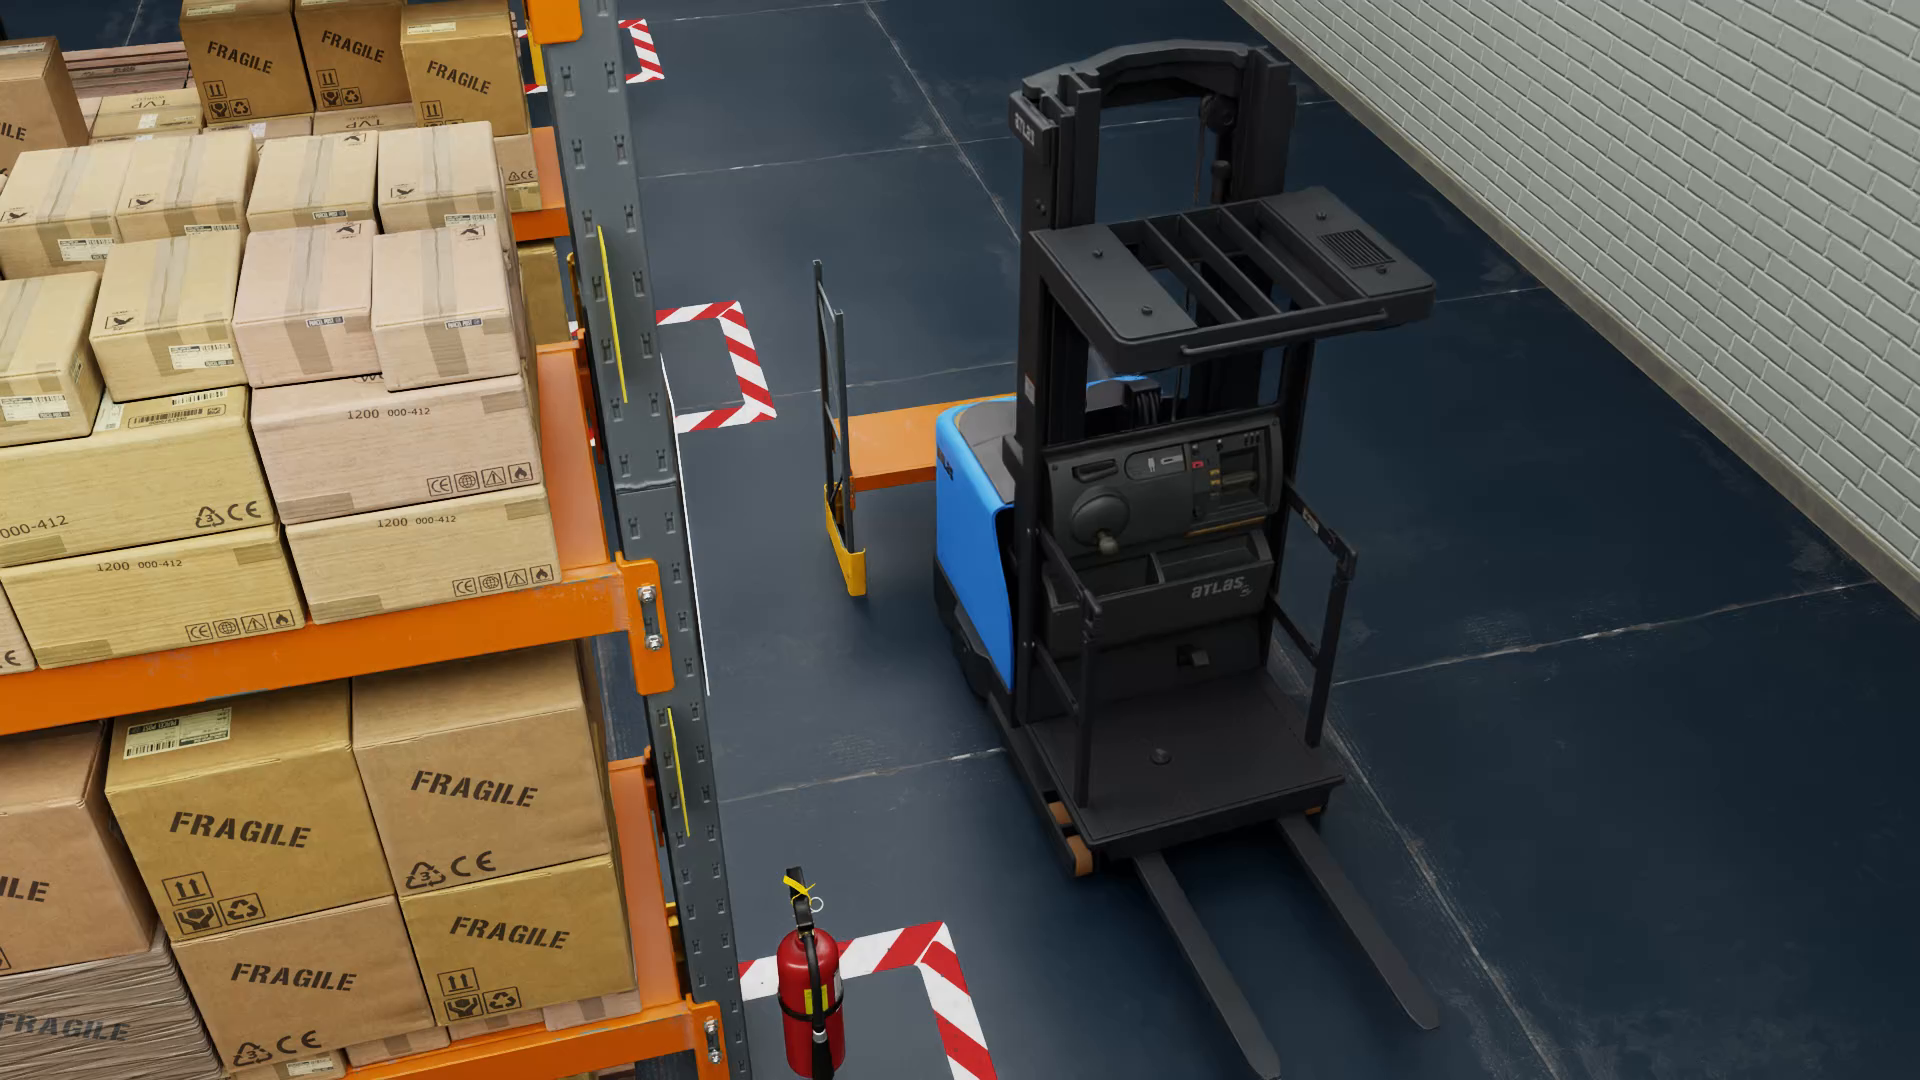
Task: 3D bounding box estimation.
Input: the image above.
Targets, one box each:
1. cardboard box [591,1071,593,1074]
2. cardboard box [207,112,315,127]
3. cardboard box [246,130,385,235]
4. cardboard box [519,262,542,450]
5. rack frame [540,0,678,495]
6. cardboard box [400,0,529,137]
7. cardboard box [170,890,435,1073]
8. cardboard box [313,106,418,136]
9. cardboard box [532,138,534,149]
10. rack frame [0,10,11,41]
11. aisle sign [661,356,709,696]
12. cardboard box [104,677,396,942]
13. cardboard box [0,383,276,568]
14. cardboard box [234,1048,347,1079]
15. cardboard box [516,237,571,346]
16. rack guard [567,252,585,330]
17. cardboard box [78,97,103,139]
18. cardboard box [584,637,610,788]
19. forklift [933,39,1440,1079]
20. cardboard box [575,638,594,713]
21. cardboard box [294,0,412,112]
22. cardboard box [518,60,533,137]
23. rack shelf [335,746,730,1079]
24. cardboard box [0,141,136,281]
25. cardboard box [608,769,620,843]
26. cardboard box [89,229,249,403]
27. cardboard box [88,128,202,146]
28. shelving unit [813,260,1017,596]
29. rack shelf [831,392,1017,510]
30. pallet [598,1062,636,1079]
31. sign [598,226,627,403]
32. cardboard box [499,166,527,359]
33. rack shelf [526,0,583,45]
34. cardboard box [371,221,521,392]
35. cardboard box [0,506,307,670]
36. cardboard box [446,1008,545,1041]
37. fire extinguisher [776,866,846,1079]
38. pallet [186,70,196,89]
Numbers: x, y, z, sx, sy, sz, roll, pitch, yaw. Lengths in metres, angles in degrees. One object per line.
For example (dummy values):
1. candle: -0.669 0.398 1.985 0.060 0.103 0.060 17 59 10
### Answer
1. cardboard box: -1.348 1.576 5.457 0.250 0.149 0.380 -8 38 -10
2. cardboard box: -3.490 -2.107 8.393 0.500 0.250 0.500 -11 39 -13
3. cardboard box: -1.398 -0.745 3.650 0.250 0.149 0.380 -8 38 -10
4. cardboard box: -1.275 -0.415 3.957 0.500 0.250 0.500 -8 38 -10
5. rack frame: -0.775 -1.587 2.897 0.127 3.000 1.000 -9 38 -12
6. cardboard box: -2.372 -2.255 7.969 0.500 0.500 0.500 -9 38 -11
7. cardboard box: -1.640 0.939 4.206 0.500 0.500 0.500 -10 39 -13
8. cardboard box: -2.859 -1.876 8.091 0.500 0.250 0.500 -10 39 -13
9. cardboard box: -2.399 -2.167 8.800 0.250 0.149 0.380 -9 38 -11
10. rack frame: -7.123 -4.401 11.514 0.127 3.000 1.000 -9 38 -12
11. aisle sign: -0.626 -0.072 3.715 0.004 0.787 0.394 -9 38 -12
12. cardboard box: -1.641 0.540 3.905 0.500 0.500 0.500 -11 39 -13
13. cardboard box: -1.647 -0.231 3.305 0.500 0.250 0.500 -10 39 -13
14. cardboard box: -1.744 1.233 4.355 0.250 0.149 0.380 -8 38 -11
15. cardboard box: -2.568 -1.304 8.868 0.875 0.875 0.875 -9 38 -12
16. rack guard: -1.947 -1.140 9.309 0.348 0.500 1.175 -9 38 -12
17. cardboard box: -4.483 -1.943 8.179 0.500 0.250 0.500 -9 38 -11
18. cardboard box: -1.280 0.547 4.718 0.500 0.500 0.500 -8 38 -10
19. forklift: 0.837 -0.128 5.984 1.130 2.935 3.031 -12 39 -15
20. cardboard box: -1.278 0.156 4.406 0.500 0.500 0.500 -10 38 -12
21. cardboard box: -2.987 -2.489 8.276 0.500 0.500 0.500 -10 39 -13
22. cardboard box: -2.504 -2.270 8.607 0.500 0.250 0.500 -10 39 -13
23. rack shelf: -2.706 1.398 4.525 4.000 0.370 1.077 -9 38 -12
24. cardboard box: -1.914 -0.707 3.600 0.250 0.149 0.380 -9 38 -11
25. cardboard box: -1.173 0.755 4.981 0.250 0.149 0.380 -10 38 -12
26. cardboard box: -1.530 -0.445 3.257 0.250 0.149 0.380 -10 39 -13
27. cardboard box: -3.852 -1.710 7.874 0.500 0.250 0.500 -9 38 -12
28. shelving unit: -0.074 -0.584 7.758 1.083 1.500 0.587 -9 38 -12
29. rack shelf: -0.082 -0.439 7.865 1.000 0.185 0.538 -9 38 -12
30. pallet: -1.642 2.023 5.411 1.213 0.211 1.003 -9 38 -12
31. sign: -0.650 -0.418 3.110 0.005 0.325 0.100 -9 38 -12
32. cardboard box: -1.276 -0.616 3.809 0.500 0.250 0.500 -9 38 -11
33. rack shelf: -2.706 -0.983 2.703 4.000 0.370 1.077 -9 38 -12
34. cardboard box: -1.019 -0.468 3.287 0.250 0.149 0.380 -10 38 -12
35. cardboard box: -1.636 -0.024 3.446 0.500 0.250 0.500 -9 38 -12
36. cardboard box: -1.266 1.130 4.490 0.250 0.149 0.380 -9 38 -12
37. fire extinguisher: -0.411 1.206 4.555 0.183 0.674 0.296 -9 38 -12
38. pallet: -5.244 -3.628 12.799 1.213 0.211 1.003 -9 38 -12
